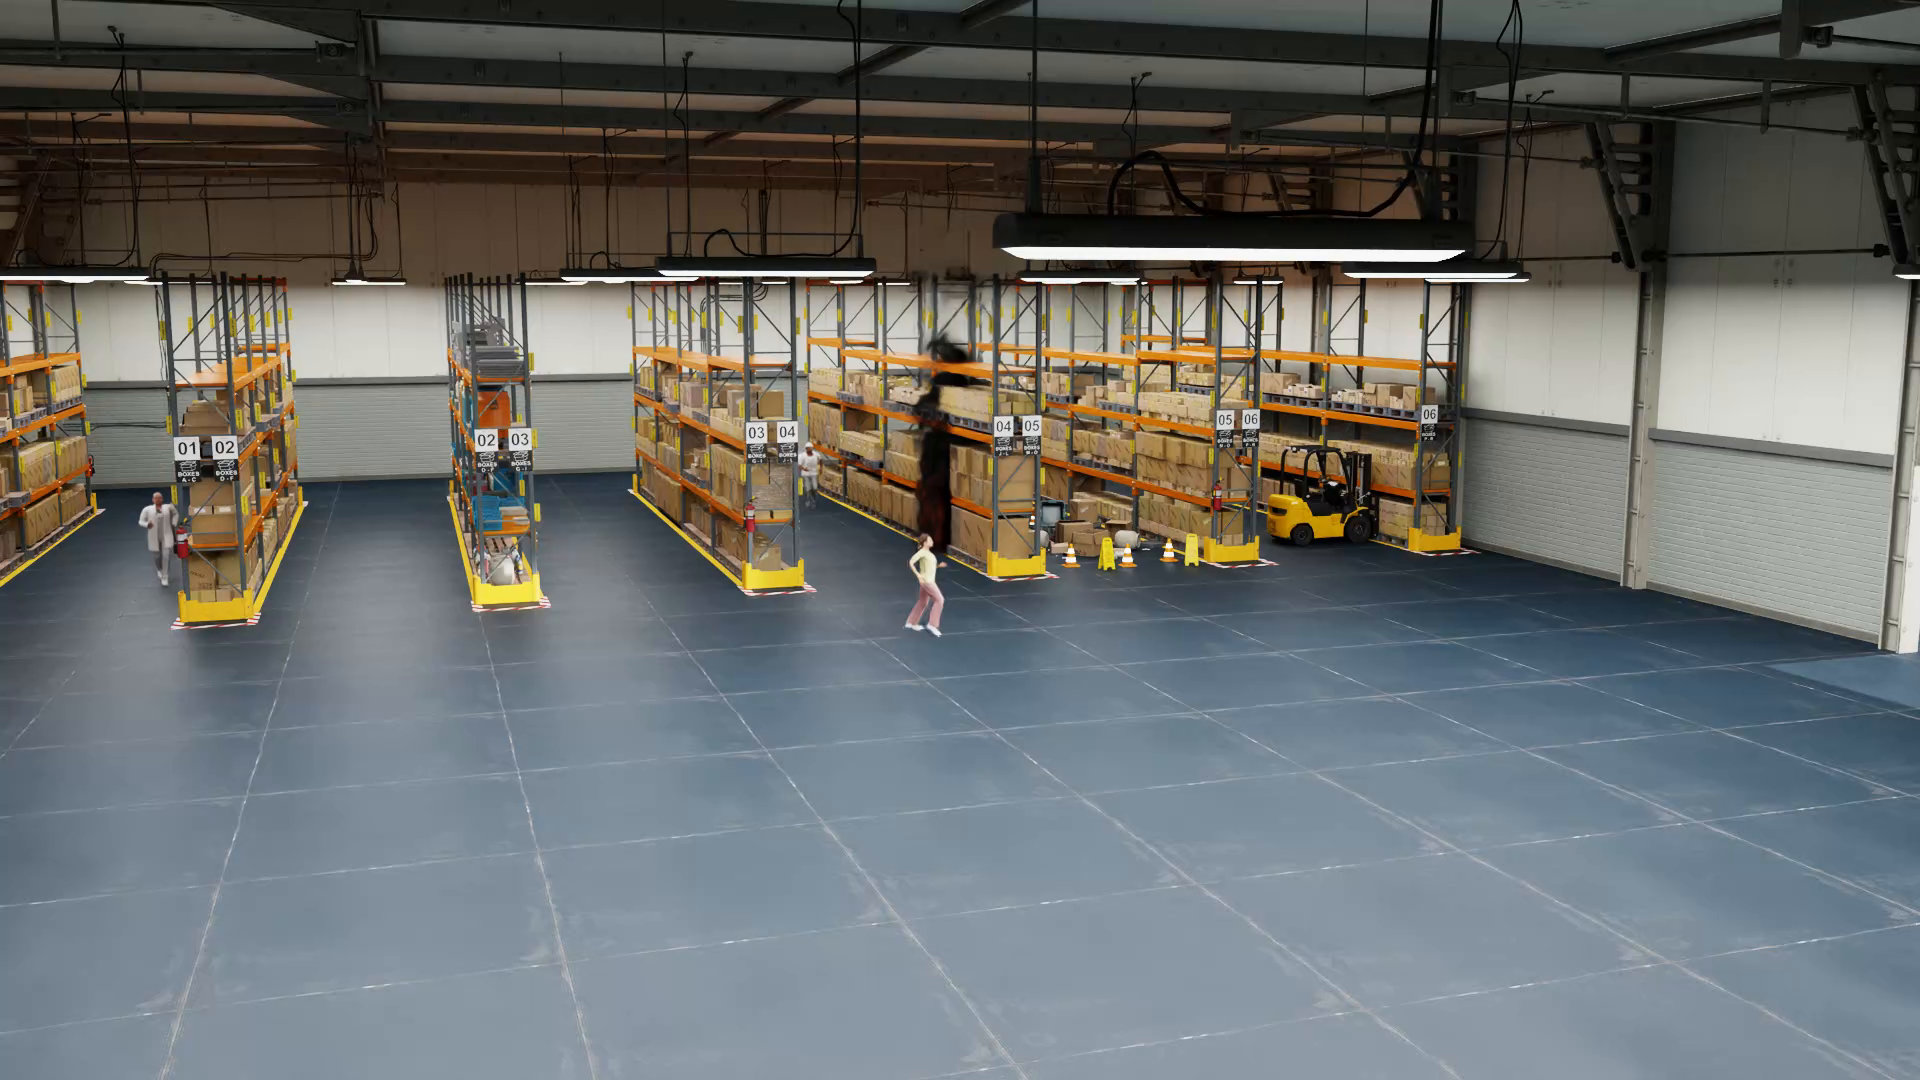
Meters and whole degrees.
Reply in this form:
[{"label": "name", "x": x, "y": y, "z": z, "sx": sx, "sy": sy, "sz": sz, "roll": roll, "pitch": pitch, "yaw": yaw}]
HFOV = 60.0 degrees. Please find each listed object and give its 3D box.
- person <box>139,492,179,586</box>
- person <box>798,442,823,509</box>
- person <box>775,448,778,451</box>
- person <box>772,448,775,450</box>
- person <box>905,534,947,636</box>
[{"label": "person", "x": -15.529, "y": -0.048, "z": 32.290, "sx": 0.711, "sy": 1.763, "sz": 1.082, "roll": -4, "pitch": 10, "yaw": -26}, {"label": "person", "x": -3.900, "y": -1.673, "z": 43.440, "sx": 0.718, "sy": 1.780, "sz": 0.693, "roll": -2, "pitch": 9, "yaw": -16}, {"label": "person", "x": -5.377, "y": -2.532, "z": 48.934, "sx": 0.767, "sy": 1.746, "sz": 0.945, "roll": 7, "pitch": 11, "yaw": 37}, {"label": "person", "x": -5.608, "y": -2.275, "z": 47.781, "sx": 0.612, "sy": 1.607, "sz": 0.498, "roll": 2, "pitch": 9, "yaw": 14}, {"label": "person", "x": -0.556, "y": 0.744, "z": 27.646, "sx": 0.704, "sy": 1.721, "sz": 0.543, "roll": 1, "pitch": 9, "yaw": 5}]
